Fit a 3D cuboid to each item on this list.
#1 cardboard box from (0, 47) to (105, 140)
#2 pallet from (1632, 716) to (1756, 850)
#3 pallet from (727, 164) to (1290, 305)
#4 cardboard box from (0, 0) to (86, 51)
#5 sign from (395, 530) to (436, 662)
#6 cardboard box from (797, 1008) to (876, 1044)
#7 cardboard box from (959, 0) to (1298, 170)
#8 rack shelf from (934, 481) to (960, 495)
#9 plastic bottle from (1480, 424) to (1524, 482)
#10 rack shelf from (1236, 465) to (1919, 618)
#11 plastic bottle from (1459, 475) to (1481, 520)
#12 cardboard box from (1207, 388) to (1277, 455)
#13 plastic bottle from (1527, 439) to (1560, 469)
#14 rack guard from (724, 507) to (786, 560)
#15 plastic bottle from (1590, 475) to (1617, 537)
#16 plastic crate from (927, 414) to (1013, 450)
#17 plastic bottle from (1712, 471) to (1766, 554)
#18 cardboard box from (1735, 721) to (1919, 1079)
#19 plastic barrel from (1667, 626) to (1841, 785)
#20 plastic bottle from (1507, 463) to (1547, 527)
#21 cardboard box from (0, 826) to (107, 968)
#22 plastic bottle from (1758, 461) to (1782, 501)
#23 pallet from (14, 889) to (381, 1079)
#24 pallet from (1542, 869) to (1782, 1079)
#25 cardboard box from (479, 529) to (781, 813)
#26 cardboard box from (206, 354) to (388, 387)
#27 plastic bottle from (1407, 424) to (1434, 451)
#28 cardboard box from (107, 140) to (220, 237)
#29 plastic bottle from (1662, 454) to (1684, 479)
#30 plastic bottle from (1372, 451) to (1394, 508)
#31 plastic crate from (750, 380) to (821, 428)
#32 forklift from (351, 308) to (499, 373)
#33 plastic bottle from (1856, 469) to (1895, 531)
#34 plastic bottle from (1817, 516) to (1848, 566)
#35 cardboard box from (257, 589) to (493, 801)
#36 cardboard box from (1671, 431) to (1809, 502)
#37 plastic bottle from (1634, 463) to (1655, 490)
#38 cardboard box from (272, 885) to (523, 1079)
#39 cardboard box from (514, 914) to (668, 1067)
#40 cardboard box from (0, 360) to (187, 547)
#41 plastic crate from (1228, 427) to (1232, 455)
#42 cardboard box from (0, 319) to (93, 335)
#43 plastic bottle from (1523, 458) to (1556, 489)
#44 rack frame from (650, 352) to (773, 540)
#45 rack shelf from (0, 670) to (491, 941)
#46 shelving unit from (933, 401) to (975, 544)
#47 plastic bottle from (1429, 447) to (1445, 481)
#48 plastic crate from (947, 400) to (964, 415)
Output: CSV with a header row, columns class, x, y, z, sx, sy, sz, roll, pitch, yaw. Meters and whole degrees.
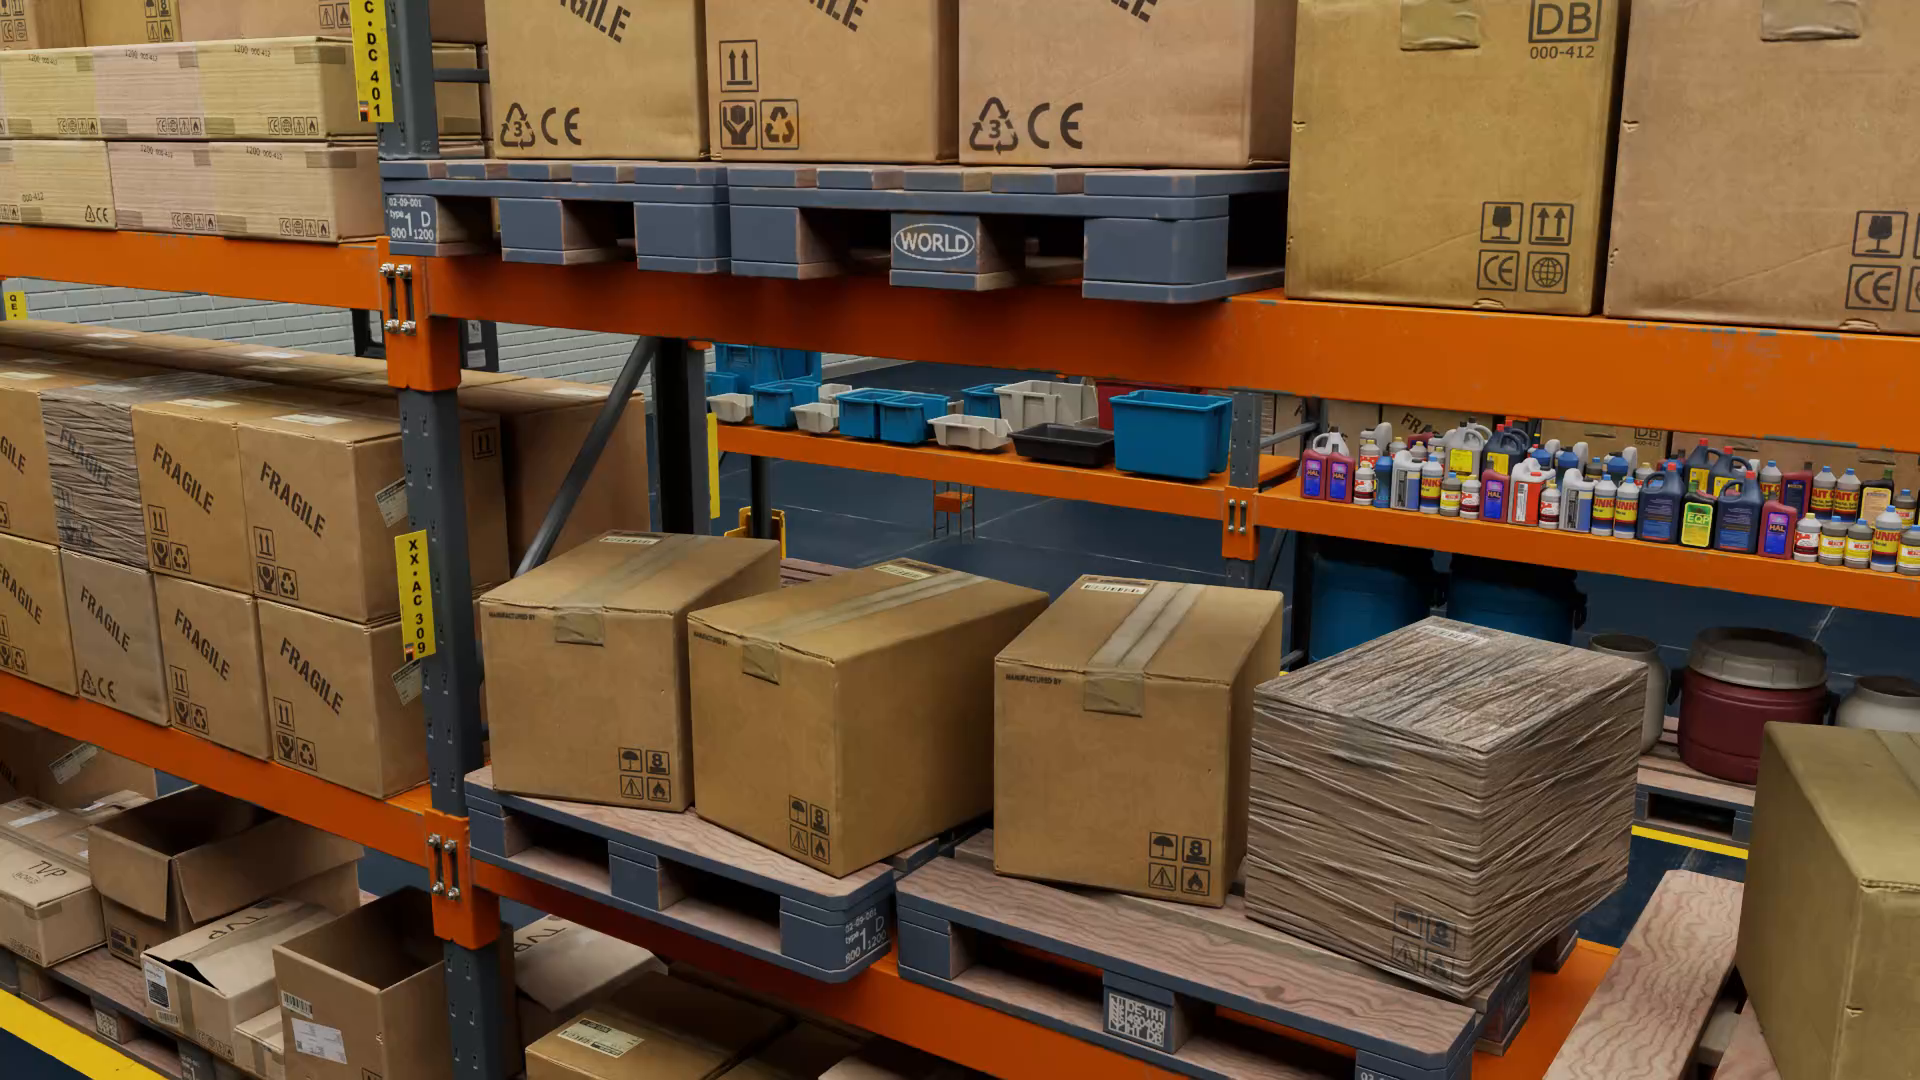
class,x,y,z,sx,sy,sz,roll,pitch,yaw
cardboard box,-2.460,-1.320,4.943,0.500,0.250,0.500,9,17,33
pallet,3.322,1.094,7.965,1.213,0.211,1.003,9,17,33
pallet,0.286,-0.673,3.447,1.003,0.211,1.213,9,17,33
cardboard box,-2.757,-1.793,5.294,0.500,0.500,0.700,9,17,33
sign,-1.375,0.141,4.209,0.005,0.325,0.100,9,17,33
cardboard box,-0.104,1.529,4.691,0.500,0.500,0.500,9,17,33
cardboard box,0.406,-1.044,3.267,0.600,0.600,0.600,8,16,31
rack shelf,-0.044,-0.507,12.729,0.240,0.259,0.215,9,17,33
plastic bottle,2.707,-0.400,8.298,0.185,0.351,0.144,9,17,33
rack shelf,3.348,0.082,7.745,4.000,0.370,1.077,9,17,33
plastic bottle,2.406,-0.204,7.820,0.097,0.201,0.097,0,14,0
cardboard box,2.465,-1.040,14.328,0.875,0.875,0.875,9,17,33
plastic bottle,2.918,-0.370,8.333,0.135,0.276,0.152,9,17,33
rack guard,-1.657,0.141,11.212,0.348,0.500,1.175,9,17,33
plastic bottle,2.902,-0.158,7.488,0.097,0.271,0.097,0,14,0
plastic crate,0.076,-0.610,9.468,0.466,0.136,0.293,9,17,33
plastic bottle,3.377,-0.127,7.196,0.185,0.351,0.144,9,17,33
cardboard box,1.655,0.674,2.775,0.500,0.500,0.700,4,14,14
plastic barrel,3.655,0.754,7.678,0.708,0.588,0.600,9,17,33
plastic bottle,2.629,-0.213,7.698,0.135,0.276,0.152,9,17,33
cardboard box,-3.275,1.300,6.134,0.500,0.250,0.500,9,17,33
plastic bottle,3.790,-0.235,7.796,0.097,0.271,0.097,0,14,0
pallet,-2.665,1.550,6.123,1.213,0.211,1.003,9,17,33
pallet,1.639,1.005,2.921,1.003,0.211,1.213,9,17,33
cardboard box,-0.810,0.308,4.255,0.500,0.500,0.700,4,14,14
cardboard box,-2.167,-0.339,5.662,0.500,0.500,0.500,9,16,31
plastic bottle,2.414,-0.468,8.715,0.133,0.283,0.061,9,17,33
cardboard box,-2.040,-1.013,4.741,0.500,0.250,0.500,9,17,33
plastic bottle,3.410,-0.278,7.973,0.097,0.271,0.097,0,14,0
plastic bottle,2.052,-0.296,8.043,0.097,0.271,0.097,0,14,0
plastic crate,-1.063,-0.832,10.167,0.300,0.233,0.416,9,17,33
forklift,-3.960,-1.127,11.275,1.130,2.935,3.031,10,17,36
plastic bottle,4.168,-0.185,7.569,0.133,0.283,0.061,9,17,33
plastic bottle,3.673,0.000,6.993,0.097,0.201,0.097,0,14,0
cardboard box,-1.637,0.388,4.807,0.500,0.500,0.500,10,17,34
cardboard box,5.737,-0.494,12.122,0.875,0.875,1.225,9,16,31
plastic bottle,3.334,-0.274,8.103,0.097,0.201,0.097,0,14,0
cardboard box,-1.710,1.432,5.082,0.500,0.500,0.500,9,17,33
cardboard box,-1.306,1.444,5.426,0.500,0.311,0.500,9,17,33
cardboard box,-2.904,-0.302,5.510,0.500,0.500,0.500,9,17,32
plastic crate,1.382,-0.527,9.134,0.243,0.136,0.396,9,17,33
cardboard box,-3.875,-0.613,6.770,0.500,0.500,0.500,9,17,32
plastic bottle,2.714,-0.243,7.820,0.135,0.276,0.152,9,17,33
rack frame,-1.630,-1.071,10.909,0.127,3.000,1.000,9,17,33
rack shelf,-2.738,0.533,5.924,4.000,0.370,1.077,9,17,33
shelving unit,-0.044,-0.517,12.726,0.252,1.050,0.215,9,17,33
plastic bottle,2.445,-0.374,8.505,0.097,0.201,0.097,0,14,0
plastic crate,-0.119,-0.789,10.192,0.250,0.136,0.298,9,17,33
